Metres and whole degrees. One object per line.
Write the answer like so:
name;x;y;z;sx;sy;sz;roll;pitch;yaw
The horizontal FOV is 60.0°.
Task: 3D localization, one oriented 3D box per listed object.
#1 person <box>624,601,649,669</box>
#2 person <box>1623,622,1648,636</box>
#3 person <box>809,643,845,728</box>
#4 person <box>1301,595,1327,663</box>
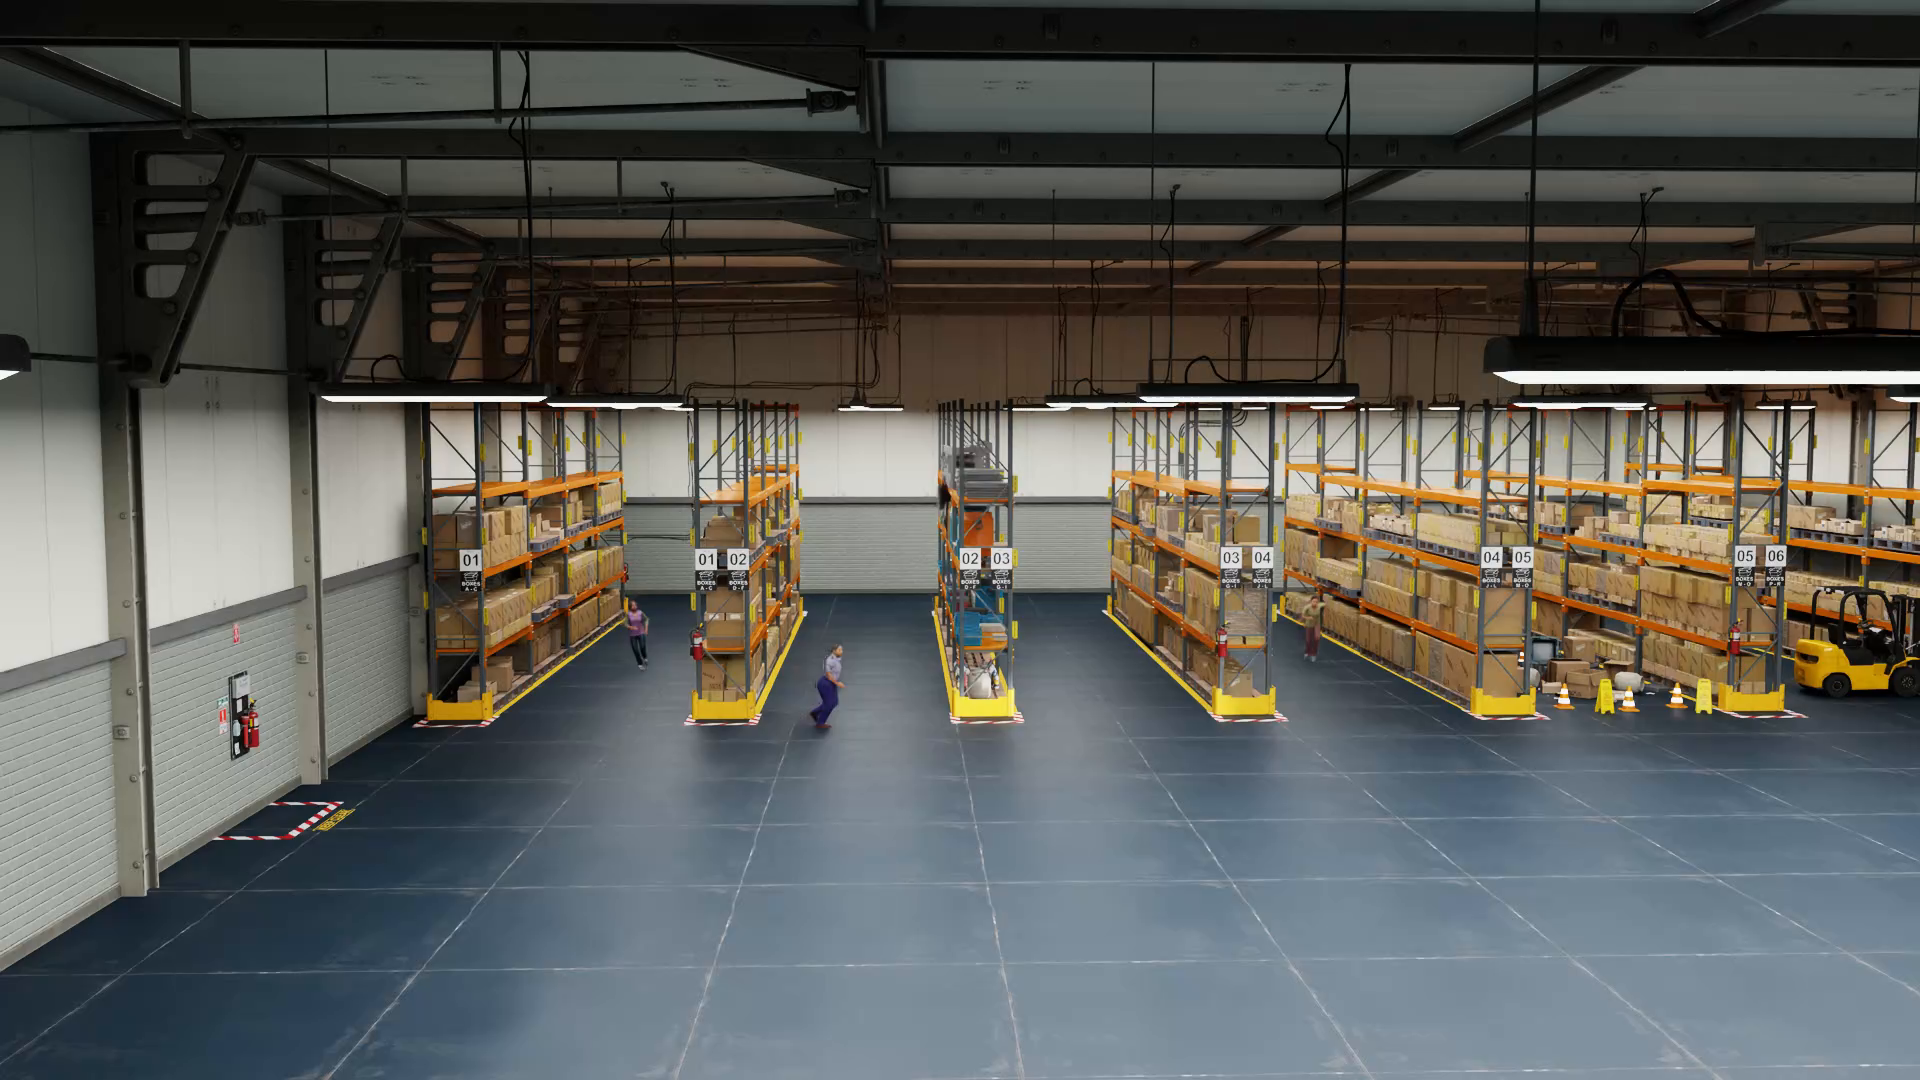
person;-7.218;2.131;37.098;0.532;1.544;0.523;-1;4;-8
person;17.297;1.630;42.580;0.684;1.731;0.790;-1;5;-17
person;-2.424;2.654;30.255;0.722;1.549;0.587;1;4;9
person;8.171;2.041;38.498;0.623;1.597;0.934;0;4;0
